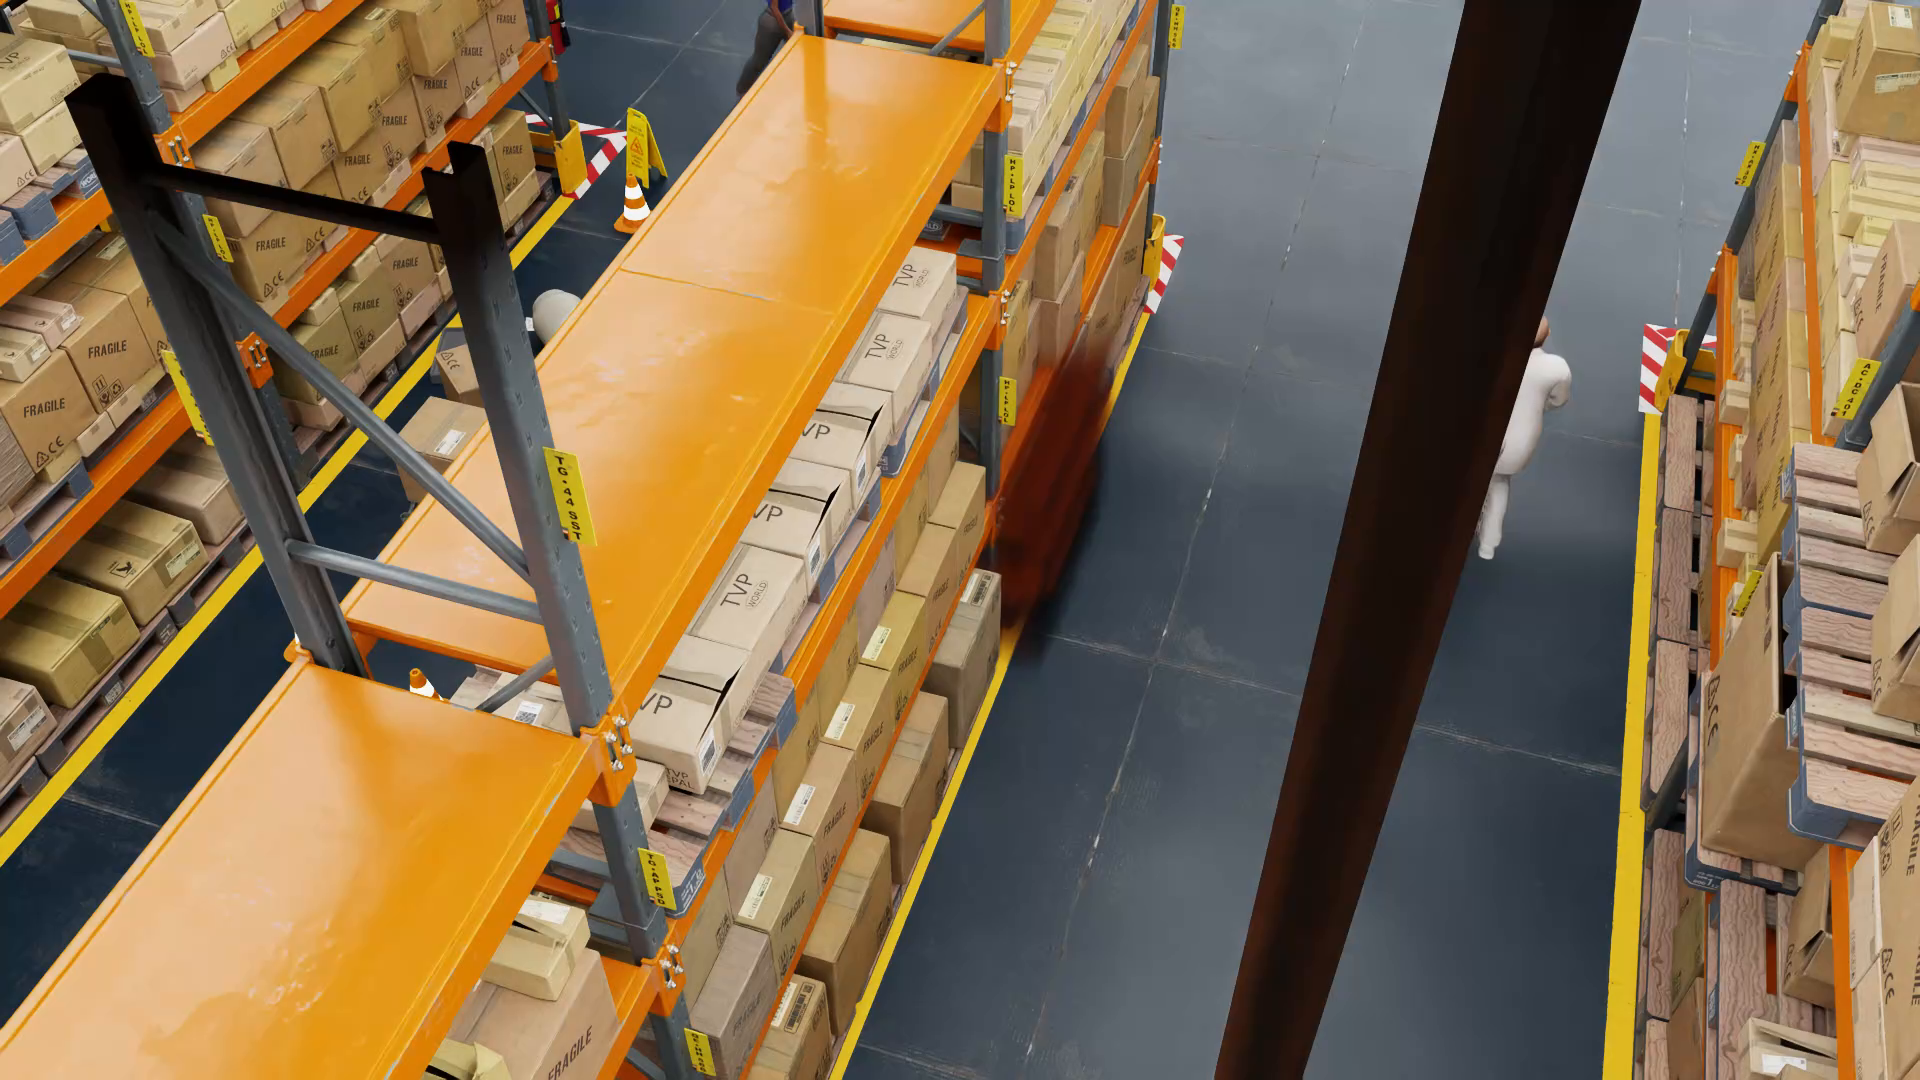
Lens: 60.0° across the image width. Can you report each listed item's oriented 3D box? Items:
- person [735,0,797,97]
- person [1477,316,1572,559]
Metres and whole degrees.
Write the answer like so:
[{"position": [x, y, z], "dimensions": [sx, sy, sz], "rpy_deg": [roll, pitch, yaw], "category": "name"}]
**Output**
[{"position": [-1.504, -4.510, 14.383], "dimensions": [1.041, 1.585, 0.516], "rpy_deg": [10, 47, 10], "category": "person"}, {"position": [3.376, -0.690, 10.346], "dimensions": [0.685, 1.694, 0.842], "rpy_deg": [9, 46, 9], "category": "person"}]
